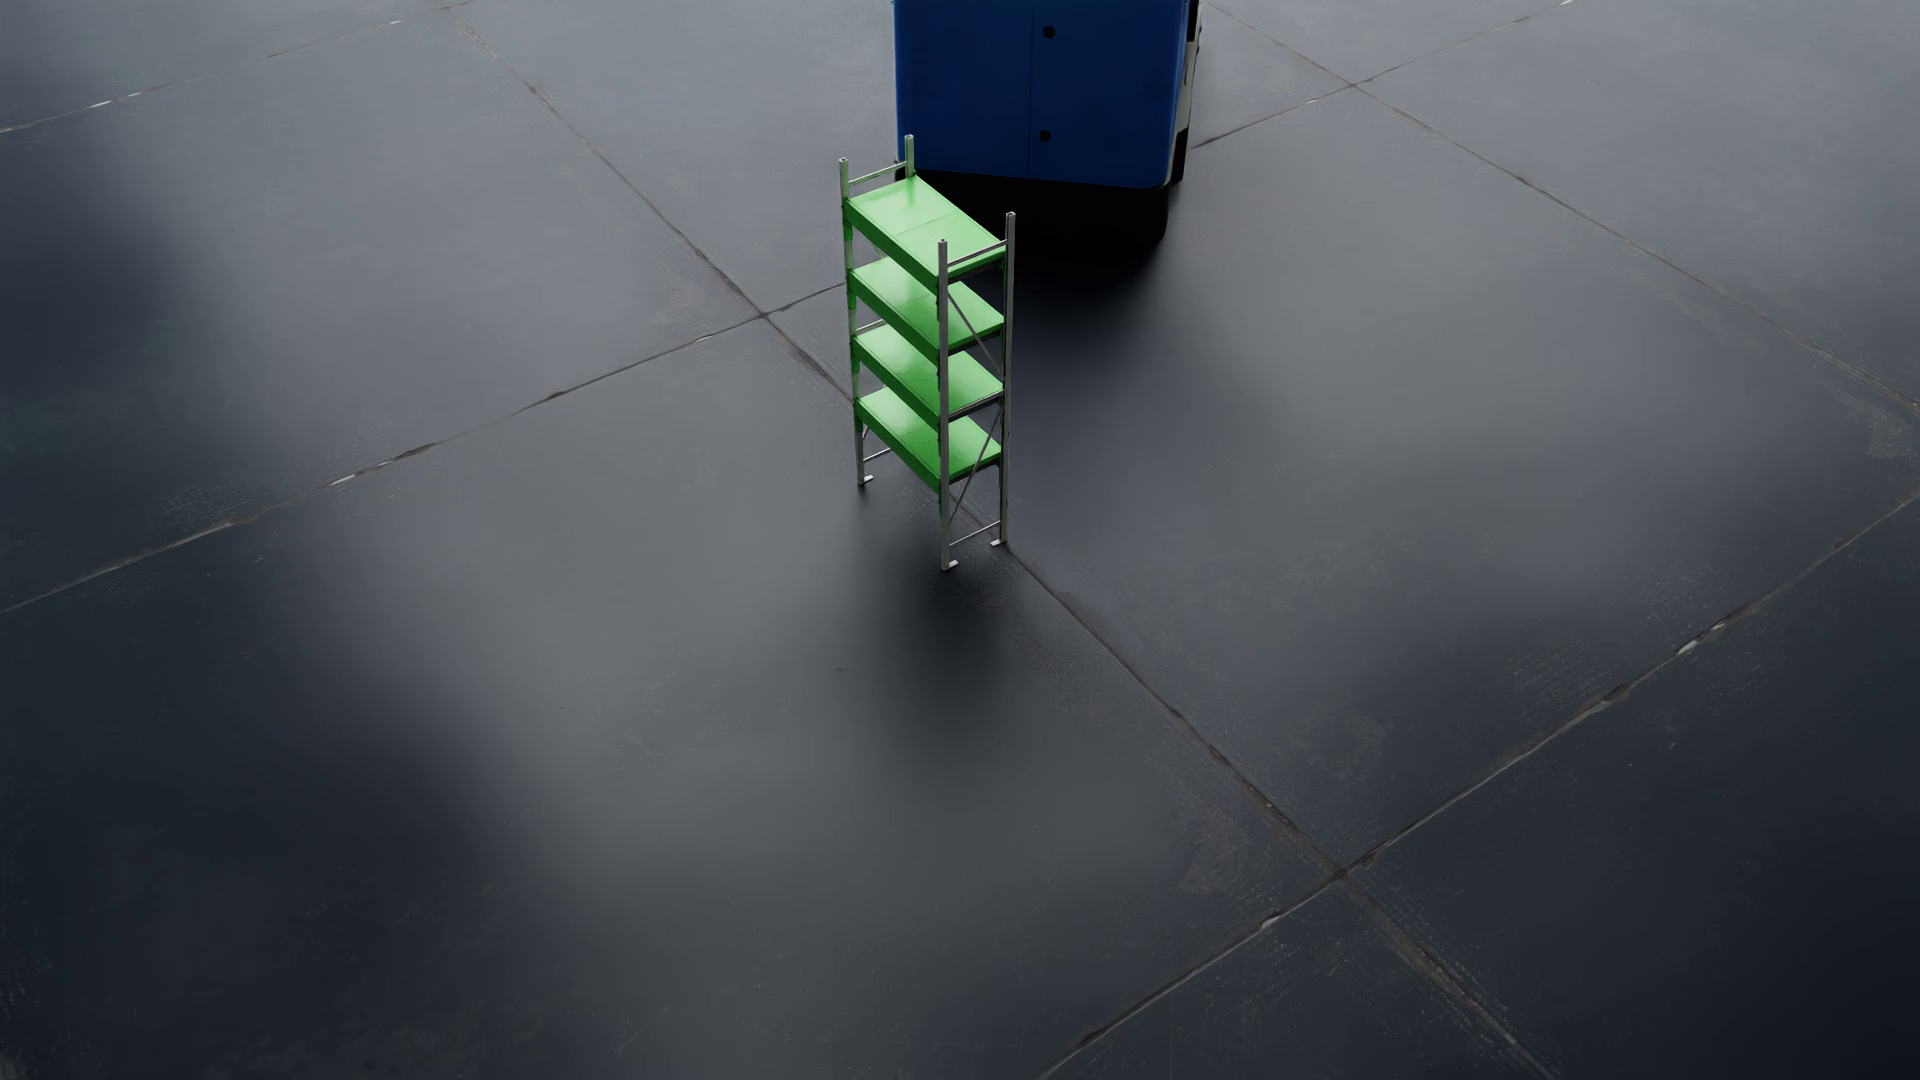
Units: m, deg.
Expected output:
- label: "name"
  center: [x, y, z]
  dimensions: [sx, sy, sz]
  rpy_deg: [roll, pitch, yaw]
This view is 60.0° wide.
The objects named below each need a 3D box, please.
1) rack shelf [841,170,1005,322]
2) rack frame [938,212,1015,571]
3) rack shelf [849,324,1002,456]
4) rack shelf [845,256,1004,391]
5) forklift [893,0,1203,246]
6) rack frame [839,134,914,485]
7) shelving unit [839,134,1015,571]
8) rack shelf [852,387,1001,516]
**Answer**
- label: "rack shelf"
  center: [-0.095, -0.829, 4.647]
  dimensions: [0.258, 0.148, 0.480]
  rpy_deg: [-26, 49, -24]
- label: "rack frame"
  center: [0.045, -0.390, 4.789]
  dimensions: [0.240, 1.200, 0.015]
  rpy_deg: [-26, 49, -24]
- label: "rack shelf"
  center: [-0.095, -0.482, 4.978]
  dimensions: [0.258, 0.148, 0.480]
  rpy_deg: [-26, 49, -24]
- label: "rack shelf"
  center: [-0.095, -0.655, 4.812]
  dimensions: [0.258, 0.148, 0.480]
  rpy_deg: [-26, 49, -24]
- label: "forklift"
  center: [0.501, -3.206, 6.485]
  dimensions: [1.130, 2.935, 3.031]
  rpy_deg: [7, 44, 7]
- label: "rack frame"
  center: [-0.234, -0.666, 5.079]
  dimensions: [0.240, 1.200, 0.015]
  rpy_deg: [-26, 49, -24]
- label: "shelving unit"
  center: [-0.095, -0.528, 4.934]
  dimensions: [0.258, 1.200, 0.503]
  rpy_deg: [-26, 49, -24]
- label: "rack shelf"
  center: [-0.095, -0.308, 5.144]
  dimensions: [0.258, 0.148, 0.480]
  rpy_deg: [-26, 49, -24]
